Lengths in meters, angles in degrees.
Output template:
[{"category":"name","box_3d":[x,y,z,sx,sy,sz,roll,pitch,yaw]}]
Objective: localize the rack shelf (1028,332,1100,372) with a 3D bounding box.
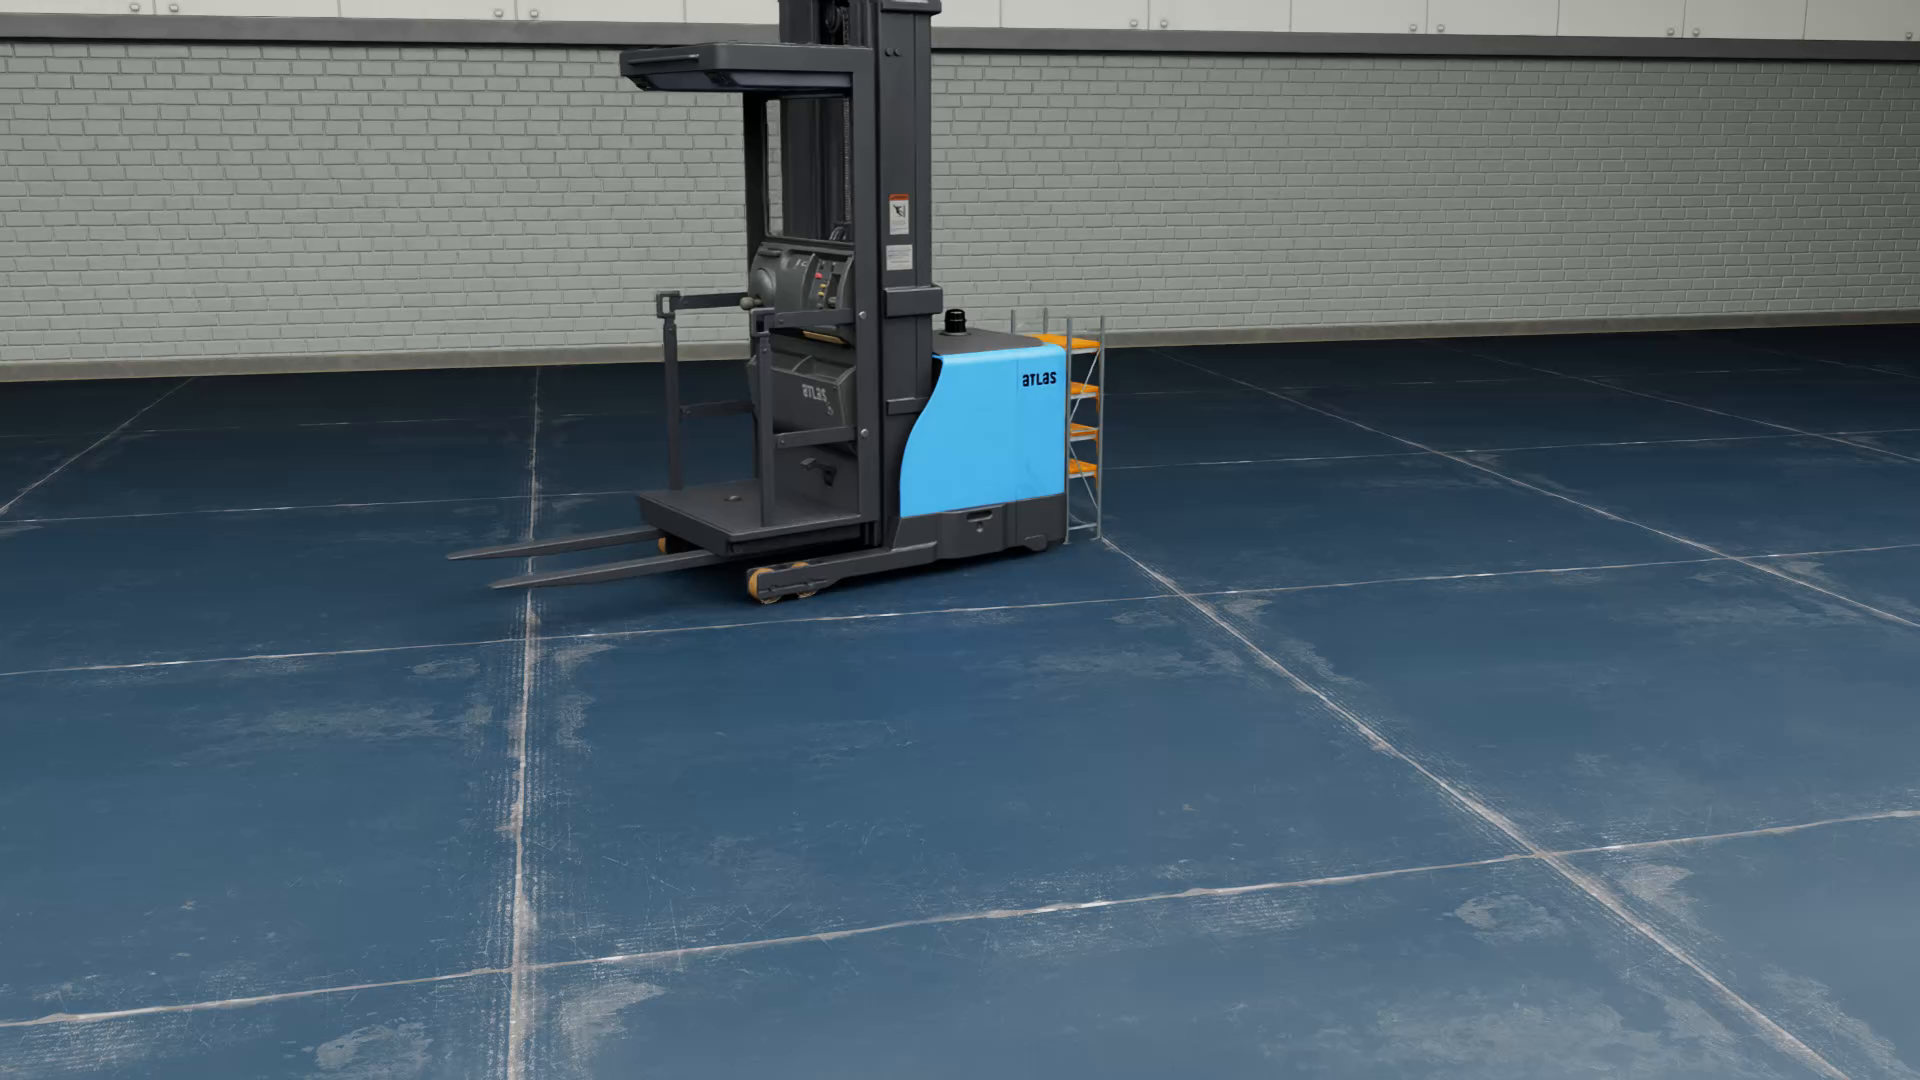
[{"category":"rack shelf","box_3d":[0.516,-1.003,8.849,0.258,0.148,0.480,-9,16,-33]}]

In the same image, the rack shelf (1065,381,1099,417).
[{"category":"rack shelf","box_3d":[0.515,-0.774,8.905,0.258,0.148,0.480,-9,16,-33]}]

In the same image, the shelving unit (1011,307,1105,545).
[{"category":"shelving unit","box_3d":[0.515,-0.622,8.942,0.258,1.200,0.503,-9,16,-33]}]

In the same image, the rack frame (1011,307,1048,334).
[{"category":"rack frame","box_3d":[0.377,-0.669,9.137,0.240,1.200,0.015,-9,16,-33]}]

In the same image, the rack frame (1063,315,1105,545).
[{"category":"rack frame","box_3d":[0.653,-0.574,8.746,0.240,1.200,0.015,-9,16,-33]}]

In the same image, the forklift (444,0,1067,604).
[{"category":"forklift","box_3d":[-0.946,-1.270,7.949,3.031,2.935,1.130,-9,17,-33]}]

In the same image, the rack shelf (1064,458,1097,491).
[{"category":"rack shelf","box_3d":[0.515,-0.363,9.004,0.258,0.148,0.480,-9,16,-33]}]

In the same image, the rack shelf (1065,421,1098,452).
[{"category":"rack shelf","box_3d":[0.515,-0.556,8.958,0.258,0.148,0.480,-9,16,-33]}]
